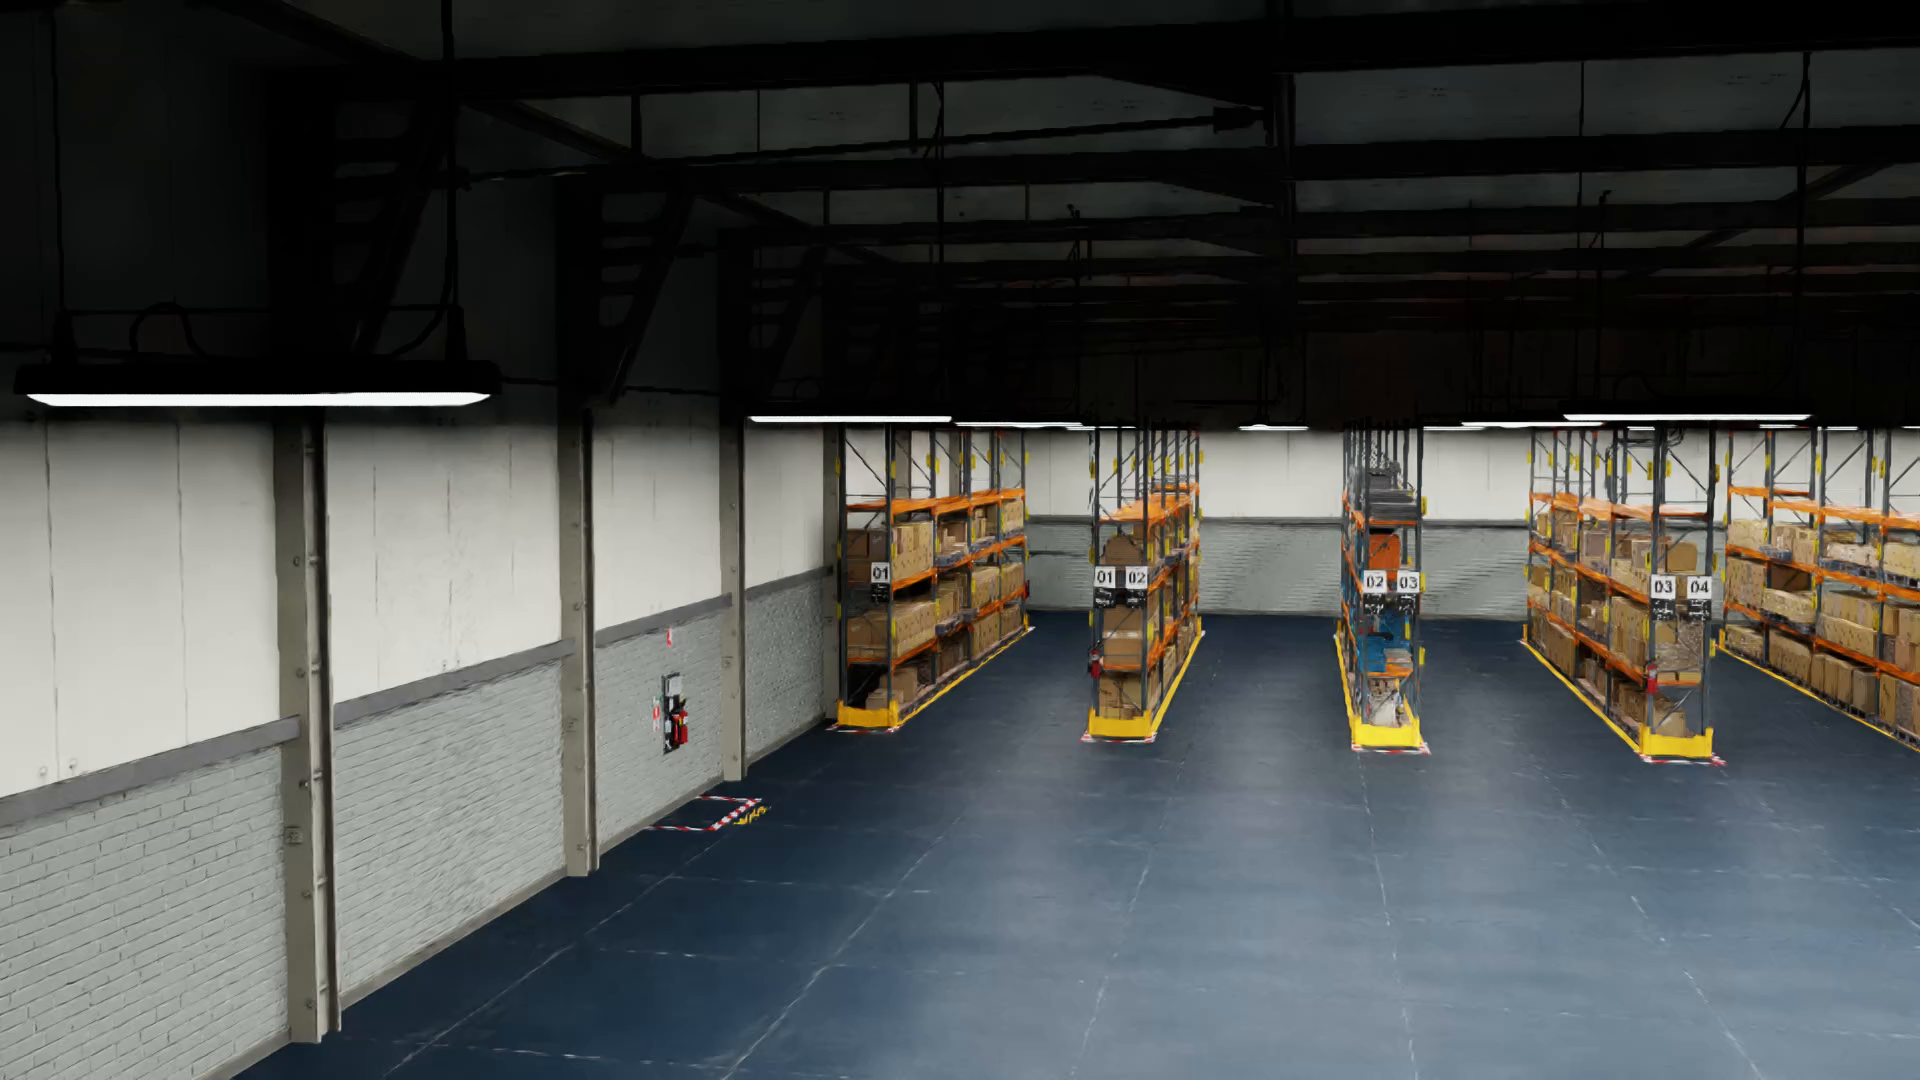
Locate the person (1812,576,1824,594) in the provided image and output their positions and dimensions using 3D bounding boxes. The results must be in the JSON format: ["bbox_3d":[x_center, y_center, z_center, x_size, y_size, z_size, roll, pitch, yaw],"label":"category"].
[{"bbox_3d":[23.652,1.872,45.885,0.699,1.770,0.554,-1,4,-16],"label":"person"}]
